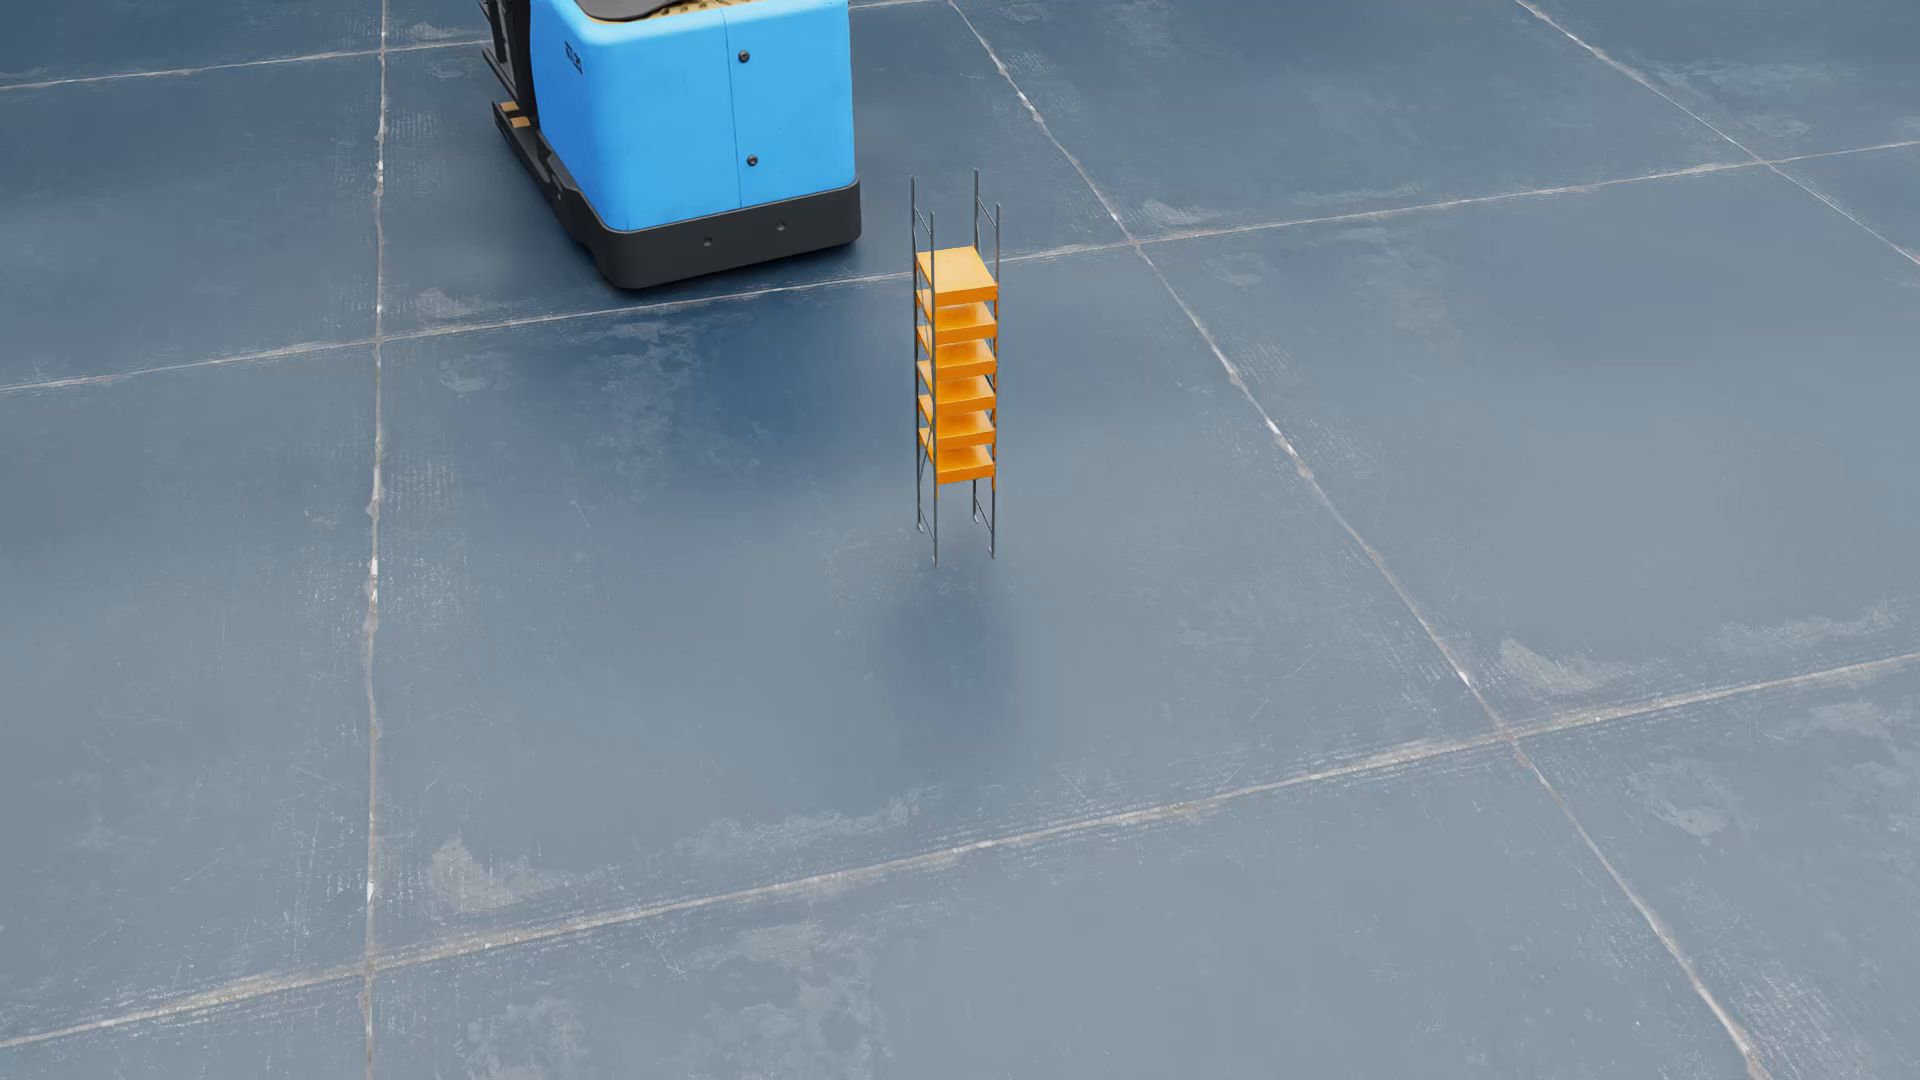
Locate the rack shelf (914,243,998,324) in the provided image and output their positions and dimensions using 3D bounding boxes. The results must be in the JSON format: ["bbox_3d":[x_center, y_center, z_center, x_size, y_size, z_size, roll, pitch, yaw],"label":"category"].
[{"bbox_3d":[-0.014,-0.725,4.691,0.180,0.103,0.258,-9,38,-12],"label":"rack shelf"}]

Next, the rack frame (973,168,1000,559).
[{"bbox_3d":[0.074,-0.489,4.901,0.006,1.200,0.240,-9,38,-12],"label":"rack frame"}]

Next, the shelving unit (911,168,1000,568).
[{"bbox_3d":[-0.014,-0.474,4.882,0.189,1.200,0.258,-9,38,-12],"label":"shelving unit"}]

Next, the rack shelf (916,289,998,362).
[{"bbox_3d":[-0.014,-0.630,4.764,0.180,0.103,0.258,-9,38,-12],"label":"rack shelf"}]

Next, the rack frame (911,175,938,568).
[{"bbox_3d":[-0.102,-0.460,4.864,0.006,1.200,0.240,-9,38,-12],"label":"rack frame"}]

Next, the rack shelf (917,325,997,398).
[{"bbox_3d":[-0.014,-0.534,4.837,0.180,0.103,0.258,-9,38,-12],"label":"rack shelf"}]

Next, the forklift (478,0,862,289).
[{"bbox_3d":[-1.496,-3.017,6.782,1.130,2.935,3.031,-16,40,-20],"label":"forklift"}]

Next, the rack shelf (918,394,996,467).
[{"bbox_3d":[-0.014,-0.344,4.982,0.180,0.103,0.258,-9,38,-12],"label":"rack shelf"}]

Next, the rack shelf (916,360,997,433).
[{"bbox_3d":[-0.014,-0.439,4.909,0.180,0.103,0.258,-9,38,-12],"label":"rack shelf"}]

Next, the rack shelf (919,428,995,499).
[{"bbox_3d":[-0.014,-0.248,5.055,0.180,0.103,0.258,-9,38,-12],"label":"rack shelf"}]
